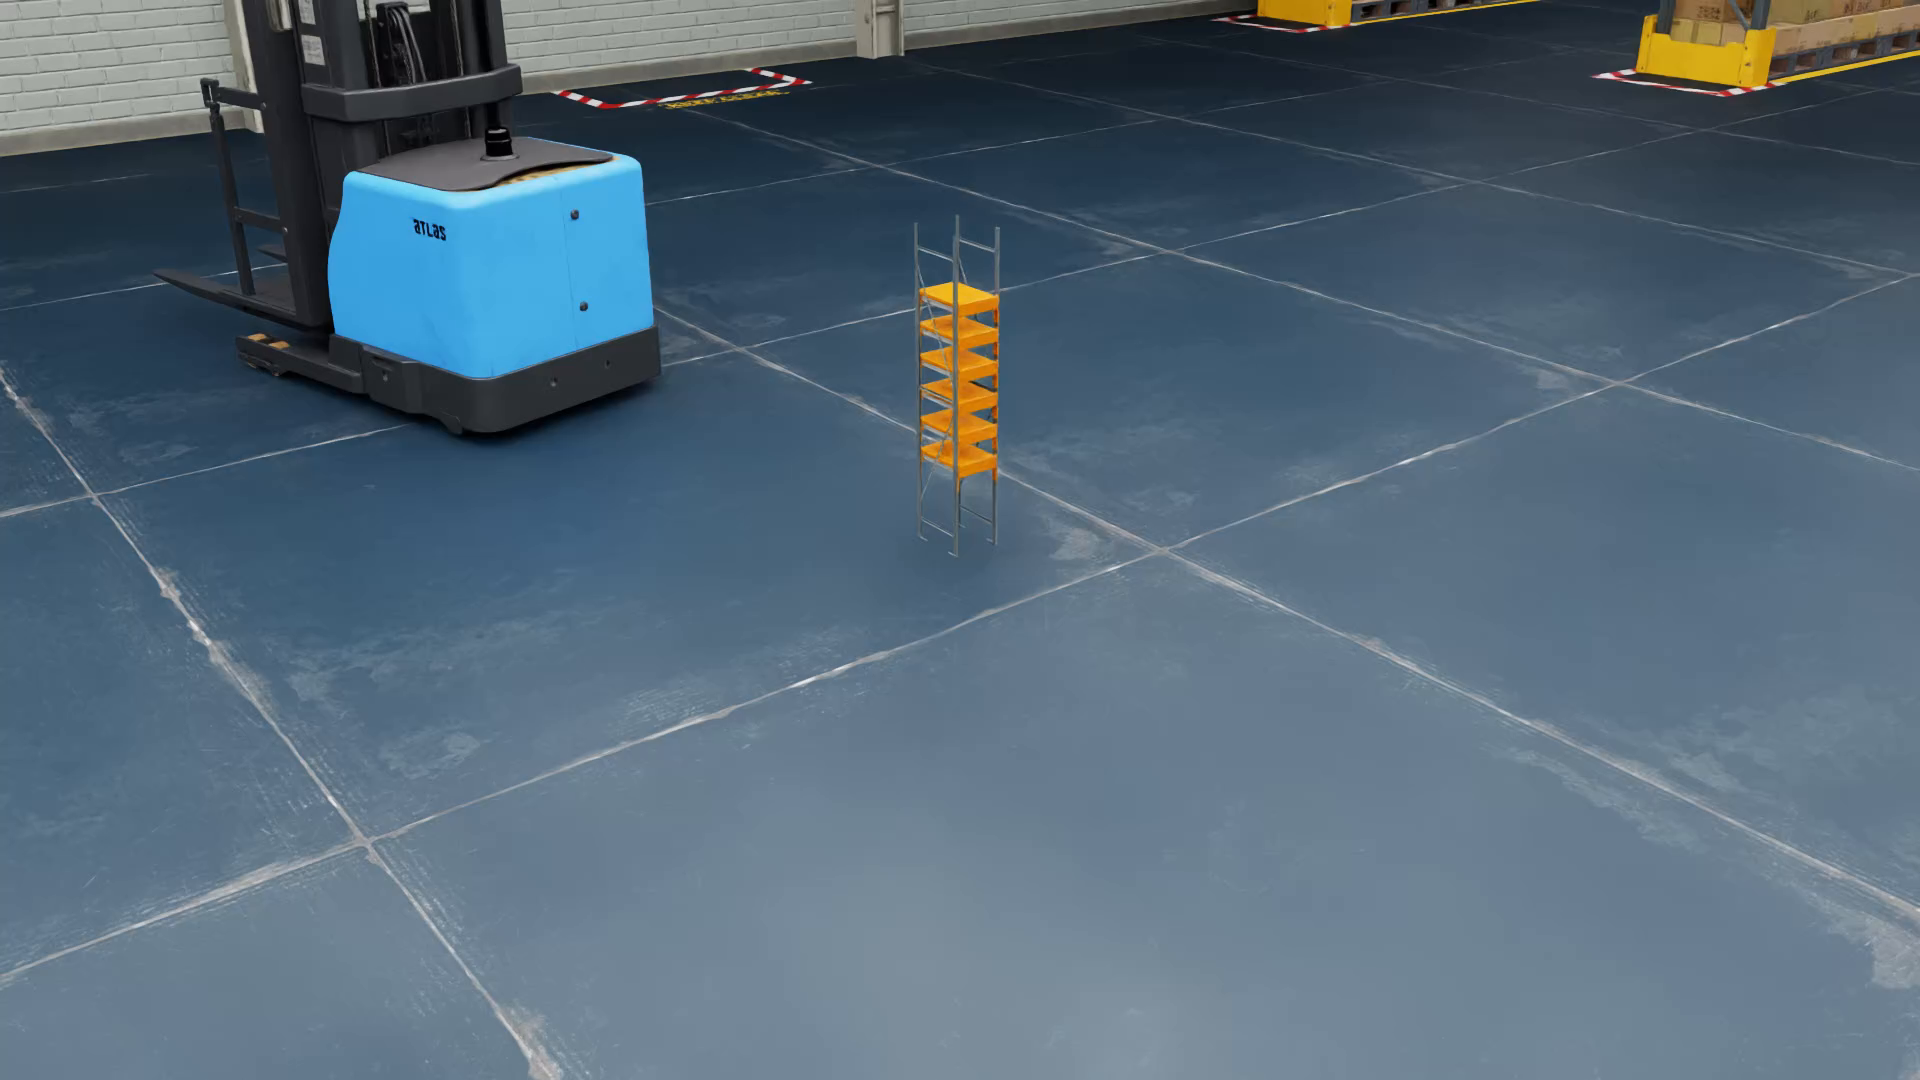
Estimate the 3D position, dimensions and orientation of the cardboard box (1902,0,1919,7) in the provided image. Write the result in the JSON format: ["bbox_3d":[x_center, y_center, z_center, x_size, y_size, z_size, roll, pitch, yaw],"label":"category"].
[{"bbox_3d":[9.473,-5.710,16.867,0.500,0.500,0.500,-18,31,-34],"label":"cardboard box"}]

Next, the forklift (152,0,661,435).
[{"bbox_3d":[-2.869,-2.266,7.651,3.031,2.935,1.130,18,30,34],"label":"forklift"}]

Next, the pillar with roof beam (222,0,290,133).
[{"bbox_3d":[-2.873,-5.993,8.473,0.400,9.000,9.100,-18,31,-34],"label":"pillar with roof beam"}]

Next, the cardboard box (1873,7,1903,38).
[{"bbox_3d":[9.090,-5.234,16.733,0.500,0.250,0.500,-18,31,-34],"label":"cardboard box"}]

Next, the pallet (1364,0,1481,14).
[{"bbox_3d":[5.577,-6.616,20.254,1.213,0.211,1.003,-18,31,-34],"label":"pallet"}]

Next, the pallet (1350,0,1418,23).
[{"bbox_3d":[4.618,-6.301,19.575,1.213,0.211,1.003,-18,31,-34],"label":"pallet"}]

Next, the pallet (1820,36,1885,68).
[{"bbox_3d":[8.492,-4.969,16.706,1.213,0.211,1.003,-18,31,-34],"label":"pallet"}]

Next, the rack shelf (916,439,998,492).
[{"bbox_3d":[-0.011,-0.282,6.109,0.180,0.103,0.258,-18,31,-34],"label":"rack shelf"}]

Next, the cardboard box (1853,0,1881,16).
[{"bbox_3d":[8.698,-5.444,16.294,0.500,0.500,0.500,-18,31,-34],"label":"cardboard box"}]

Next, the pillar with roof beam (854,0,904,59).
[{"bbox_3d":[1.849,-7.551,11.831,0.400,9.000,9.100,-18,31,-34],"label":"pillar with roof beam"}]

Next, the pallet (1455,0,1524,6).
[{"bbox_3d":[6.538,-6.934,20.941,1.213,0.211,1.003,-18,31,-34],"label":"pallet"}]

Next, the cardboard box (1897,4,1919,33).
[{"bbox_3d":[9.474,-5.369,17.023,0.500,0.250,0.500,-18,31,-34],"label":"cardboard box"}]

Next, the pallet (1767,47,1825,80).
[{"bbox_3d":[7.532,-4.654,16.027,1.213,0.211,1.003,-18,31,-34],"label":"pallet"}]

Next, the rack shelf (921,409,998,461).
[{"bbox_3d":[-0.011,-0.391,6.059,0.180,0.103,0.258,-18,31,-34],"label":"rack shelf"}]

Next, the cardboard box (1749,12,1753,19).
[{"bbox_3d":[7.582,-5.021,16.272,0.500,0.250,0.500,-18,31,-34],"label":"cardboard box"}]

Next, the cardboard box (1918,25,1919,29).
[{"bbox_3d":[9.874,-5.496,17.296,0.500,0.250,0.500,-18,31,-34],"label":"cardboard box"}]

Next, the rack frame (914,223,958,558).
[{"bbox_3d":[-0.083,-0.517,5.938,0.006,1.200,0.240,-18,31,-34],"label":"rack frame"}]

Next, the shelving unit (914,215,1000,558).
[{"bbox_3d":[-0.011,-0.540,5.989,0.189,1.200,0.258,-18,31,-34],"label":"shelving unit"}]

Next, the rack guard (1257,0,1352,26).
[{"bbox_3d":[3.956,-6.232,19.085,0.348,0.500,1.175,-18,31,-34],"label":"rack guard"}]

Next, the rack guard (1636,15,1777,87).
[{"bbox_3d":[6.937,-4.566,15.495,0.348,0.500,1.175,-18,31,-34],"label":"rack guard"}]

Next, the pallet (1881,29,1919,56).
[{"bbox_3d":[9.452,-5.288,17.393,1.213,0.211,1.003,-18,31,-34],"label":"pallet"}]

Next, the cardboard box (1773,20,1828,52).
[{"bbox_3d":[7.907,-4.846,15.896,0.500,0.250,0.500,-18,31,-34],"label":"cardboard box"}]

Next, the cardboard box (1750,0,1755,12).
[{"bbox_3d":[7.973,-5.492,16.398,0.500,0.500,0.500,-18,31,-34],"label":"cardboard box"}]

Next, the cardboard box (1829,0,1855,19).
[{"bbox_3d":[8.293,-5.320,16.026,0.500,0.500,0.500,-18,31,-34],"label":"cardboard box"}]

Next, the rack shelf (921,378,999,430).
[{"bbox_3d":[-0.011,-0.500,6.008,0.180,0.103,0.258,-18,31,-34],"label":"rack shelf"}]

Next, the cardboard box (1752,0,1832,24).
[{"bbox_3d":[7.908,-5.186,15.737,0.500,0.500,0.500,-18,31,-34],"label":"cardboard box"}]

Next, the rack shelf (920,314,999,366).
[{"bbox_3d":[-0.011,-0.718,5.907,0.180,0.103,0.258,-18,31,-34],"label":"rack shelf"}]

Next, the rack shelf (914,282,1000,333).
[{"bbox_3d":[-0.011,-0.827,5.856,0.180,0.103,0.258,-18,31,-34],"label":"rack shelf"}]

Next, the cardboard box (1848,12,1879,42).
[{"bbox_3d":[8.697,-5.104,16.452,0.500,0.250,0.500,-18,31,-34],"label":"cardboard box"}]

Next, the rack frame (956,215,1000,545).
[{"bbox_3d":[0.061,-0.564,6.041,0.006,1.200,0.240,-18,31,-34],"label":"rack frame"}]

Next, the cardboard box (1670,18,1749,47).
[{"bbox_3d":[7.196,-4.887,15.984,0.500,0.250,0.500,-18,31,-34],"label":"cardboard box"}]

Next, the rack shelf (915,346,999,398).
[{"bbox_3d":[-0.011,-0.609,5.957,0.180,0.103,0.258,-18,31,-34],"label":"rack shelf"}]

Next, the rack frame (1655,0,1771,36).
[{"bbox_3d":[6.956,-5.706,14.982,0.127,3.000,1.000,-18,31,-34],"label":"rack frame"}]

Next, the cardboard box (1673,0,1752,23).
[{"bbox_3d":[7.195,-5.228,15.827,0.500,0.500,0.500,-18,31,-34],"label":"cardboard box"}]

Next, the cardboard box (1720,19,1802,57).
[{"bbox_3d":[7.516,-4.715,15.614,0.500,0.250,0.500,-18,31,-34],"label":"cardboard box"}]

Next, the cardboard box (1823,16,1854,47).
[{"bbox_3d":[8.300,-4.976,16.176,0.500,0.250,0.500,-18,31,-34],"label":"cardboard box"}]

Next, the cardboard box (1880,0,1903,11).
[{"bbox_3d":[9.082,-5.579,16.584,0.500,0.500,0.500,-18,31,-34],"label":"cardboard box"}]
